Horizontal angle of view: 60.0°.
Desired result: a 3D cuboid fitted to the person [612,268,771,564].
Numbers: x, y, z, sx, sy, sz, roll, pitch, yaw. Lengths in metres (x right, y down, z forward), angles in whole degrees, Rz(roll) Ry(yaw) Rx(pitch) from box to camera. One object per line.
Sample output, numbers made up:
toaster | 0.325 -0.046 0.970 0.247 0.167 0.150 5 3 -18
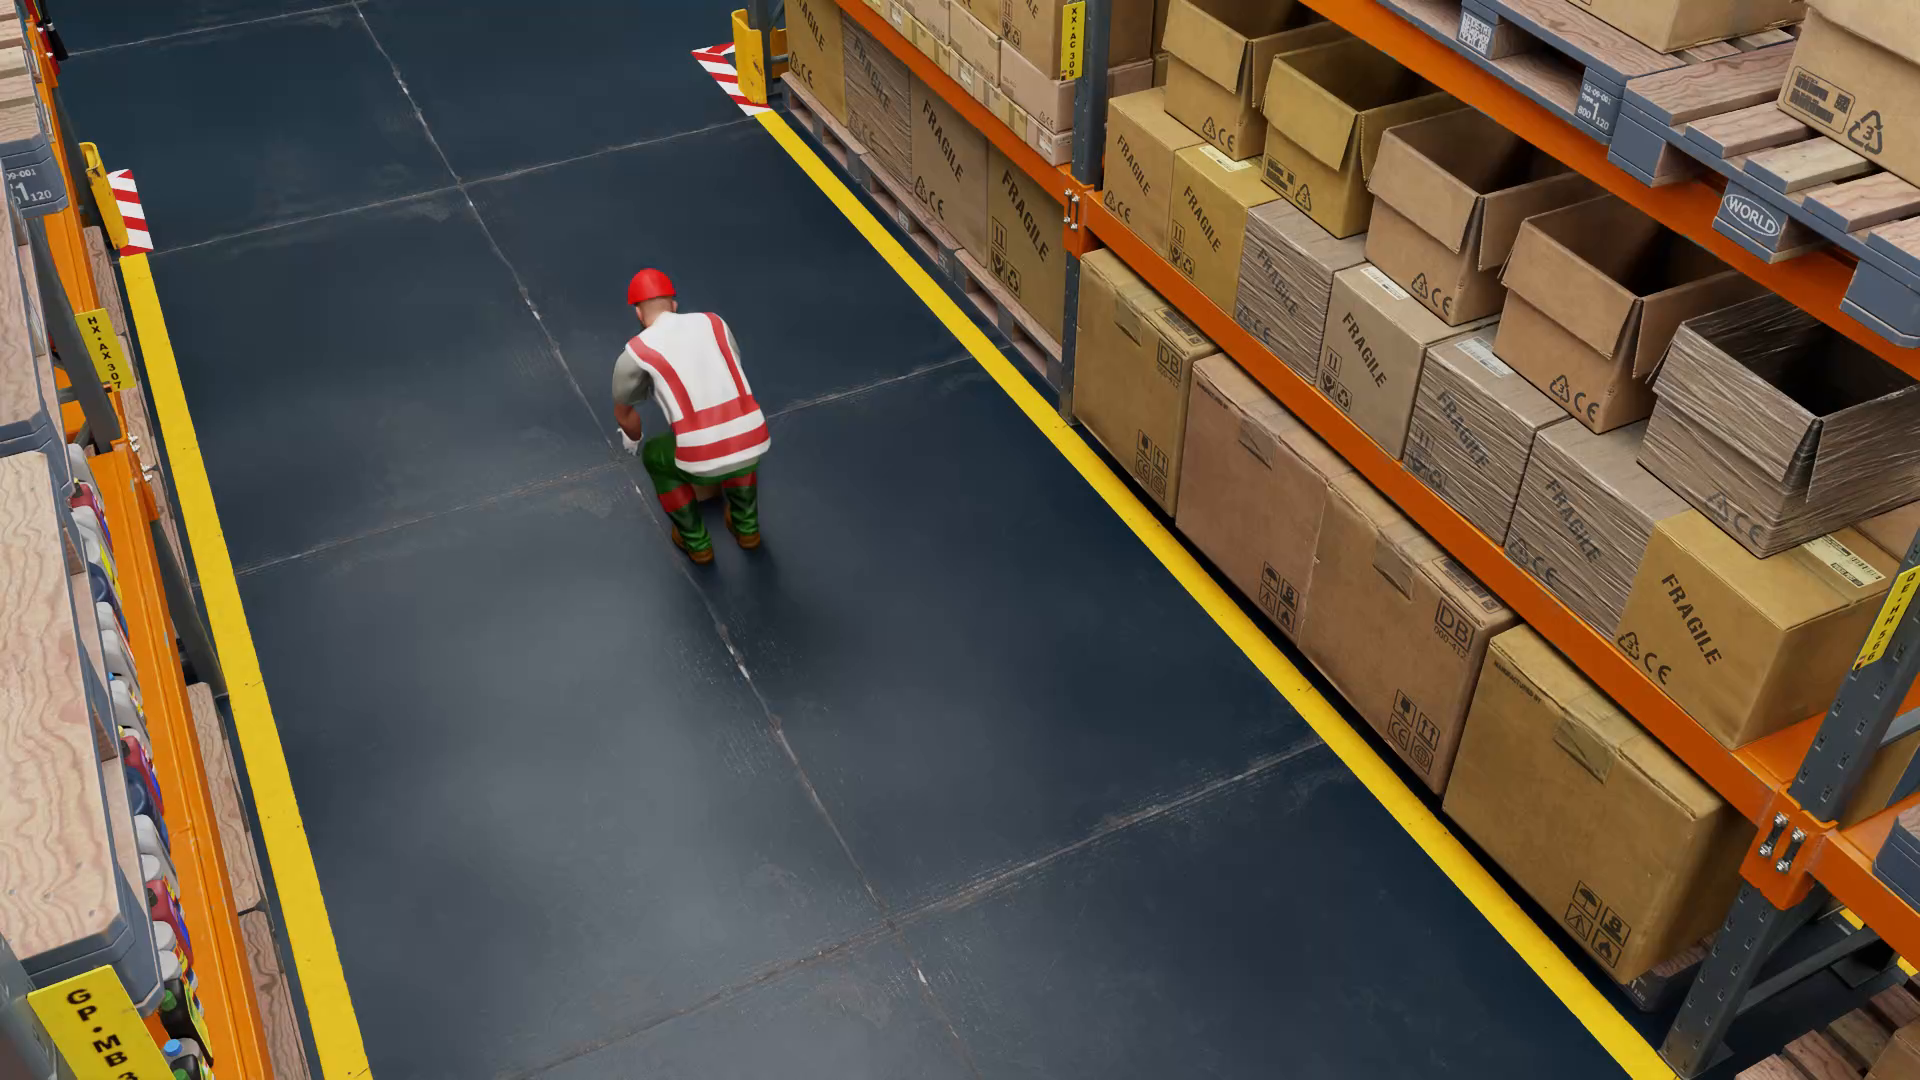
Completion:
person | -1.154 -0.486 7.129 0.582 1.230 0.837 -19 44 -20
